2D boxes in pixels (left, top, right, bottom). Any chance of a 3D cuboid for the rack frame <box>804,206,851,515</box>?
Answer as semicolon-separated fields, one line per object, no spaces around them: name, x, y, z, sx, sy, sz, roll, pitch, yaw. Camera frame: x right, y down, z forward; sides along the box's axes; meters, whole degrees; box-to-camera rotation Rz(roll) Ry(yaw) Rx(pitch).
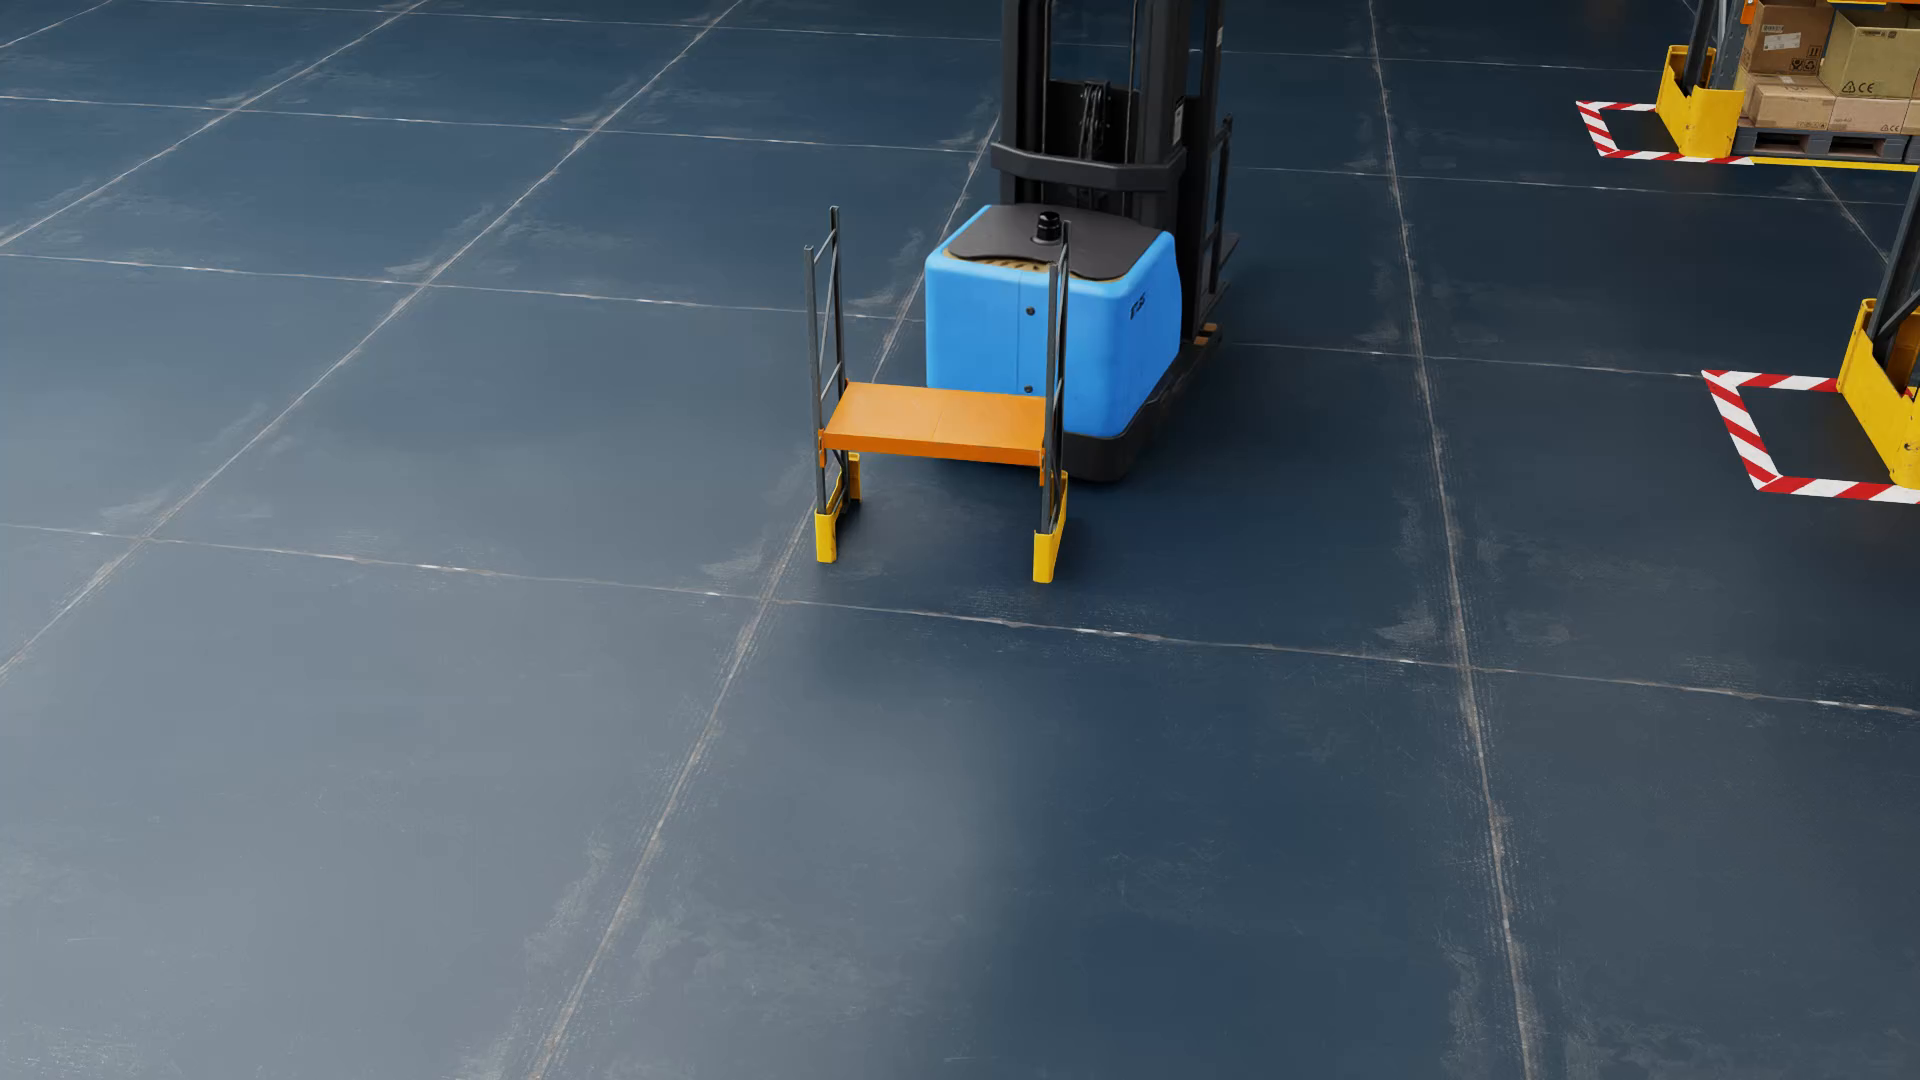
rack frame;-0.585;-0.689;7.437;0.032;1.500;0.500;5;32;8

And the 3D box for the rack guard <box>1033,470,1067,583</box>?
rack guard;0.416;-0.068;7.624;0.087;0.250;0.587;5;32;8

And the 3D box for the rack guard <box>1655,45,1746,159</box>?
rack guard;5.597;-3.332;12.603;0.348;0.500;1.175;5;32;8

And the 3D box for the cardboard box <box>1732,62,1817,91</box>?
cardboard box;6.199;-3.509;12.725;0.500;0.250;0.500;5;32;8

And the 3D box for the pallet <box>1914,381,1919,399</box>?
pallet;5.666;-0.560;8.446;1.213;0.211;1.003;5;32;8

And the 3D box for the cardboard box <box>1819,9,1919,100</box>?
cardboard box;6.605;-3.512;12.023;0.500;0.500;0.500;5;32;8

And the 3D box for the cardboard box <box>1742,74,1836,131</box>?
cardboard box;6.112;-3.238;12.292;0.500;0.250;0.500;5;32;8

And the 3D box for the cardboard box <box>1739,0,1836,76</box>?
cardboard box;6.199;-3.828;12.527;0.500;0.500;0.500;5;32;8

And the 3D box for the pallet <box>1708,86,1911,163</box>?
pallet;6.382;-3.161;12.602;1.213;0.211;1.003;5;32;8

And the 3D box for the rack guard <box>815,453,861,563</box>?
rack guard;-0.566;-0.157;7.766;0.087;0.250;0.587;5;32;8

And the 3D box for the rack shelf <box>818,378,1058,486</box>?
rack shelf;-0.084;-0.491;7.460;1.000;0.185;0.538;5;32;8

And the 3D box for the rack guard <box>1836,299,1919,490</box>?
rack guard;4.866;-0.758;8.489;0.348;0.500;1.175;5;32;8

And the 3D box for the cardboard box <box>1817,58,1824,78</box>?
cardboard box;6.694;-3.471;12.663;0.500;0.250;0.500;5;32;8

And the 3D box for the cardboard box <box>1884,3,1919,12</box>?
cardboard box;7.188;-3.746;12.397;0.500;0.500;0.500;5;32;8

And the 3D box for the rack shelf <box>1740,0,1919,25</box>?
rack shelf;7.592;-3.906;11.842;4.000;0.370;1.077;5;32;8

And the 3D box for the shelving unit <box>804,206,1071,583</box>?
shelving unit;-0.075;-0.643;7.363;1.083;1.500;0.587;5;32;8

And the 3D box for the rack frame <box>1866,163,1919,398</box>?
rack frame;4.784;-1.799;7.798;0.127;3.000;1.000;5;32;8

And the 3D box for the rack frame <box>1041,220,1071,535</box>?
rack frame;0.417;-0.598;7.292;0.032;1.500;0.500;5;32;8

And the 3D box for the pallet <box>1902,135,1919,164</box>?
pallet;7.581;-3.051;12.426;1.213;0.211;1.003;5;32;8

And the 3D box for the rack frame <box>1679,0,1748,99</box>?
rack frame;5.621;-4.390;11.936;0.127;3.000;1.000;5;32;8

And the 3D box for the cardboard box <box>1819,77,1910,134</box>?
cardboard box;6.605;-3.195;12.224;0.500;0.250;0.500;5;32;8

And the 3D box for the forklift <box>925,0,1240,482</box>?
forklift;0.854;-2.292;8.650;1.130;2.935;3.031;12;34;19

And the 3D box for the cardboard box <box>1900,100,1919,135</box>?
cardboard box;7.098;-3.150;12.152;0.500;0.250;0.500;5;32;8

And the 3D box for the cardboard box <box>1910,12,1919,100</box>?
cardboard box;7.100;-3.474;11.963;0.500;0.500;0.500;5;32;8
